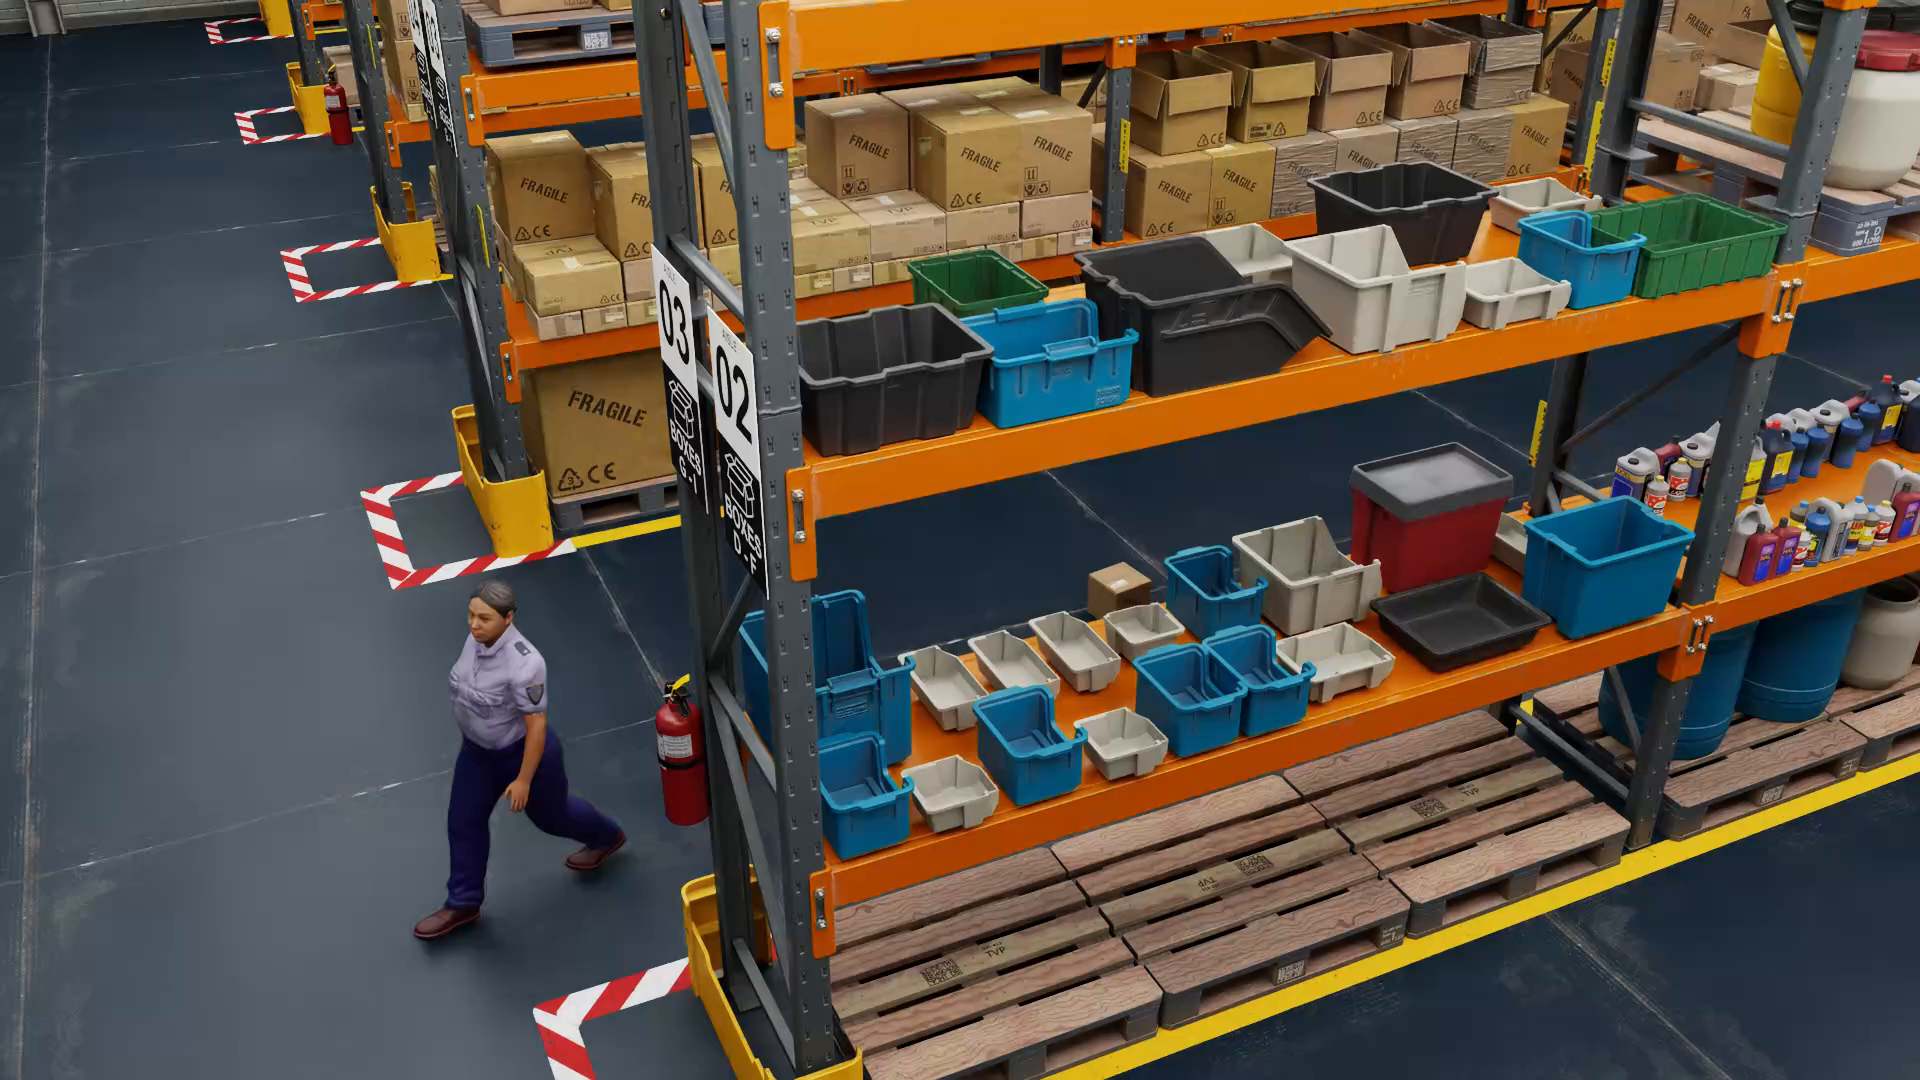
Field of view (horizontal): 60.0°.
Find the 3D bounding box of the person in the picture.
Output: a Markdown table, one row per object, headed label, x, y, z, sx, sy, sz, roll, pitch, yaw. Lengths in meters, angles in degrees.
| label | x | y | z | sx | sy | sz | roll | pitch | yaw |
| --- | --- | --- | --- | --- | --- | --- | --- | --- | --- |
| person | -1.882 | 0.884 | 6.903 | 0.512 | 1.598 | 0.978 | 22 | 36 | 34 |
